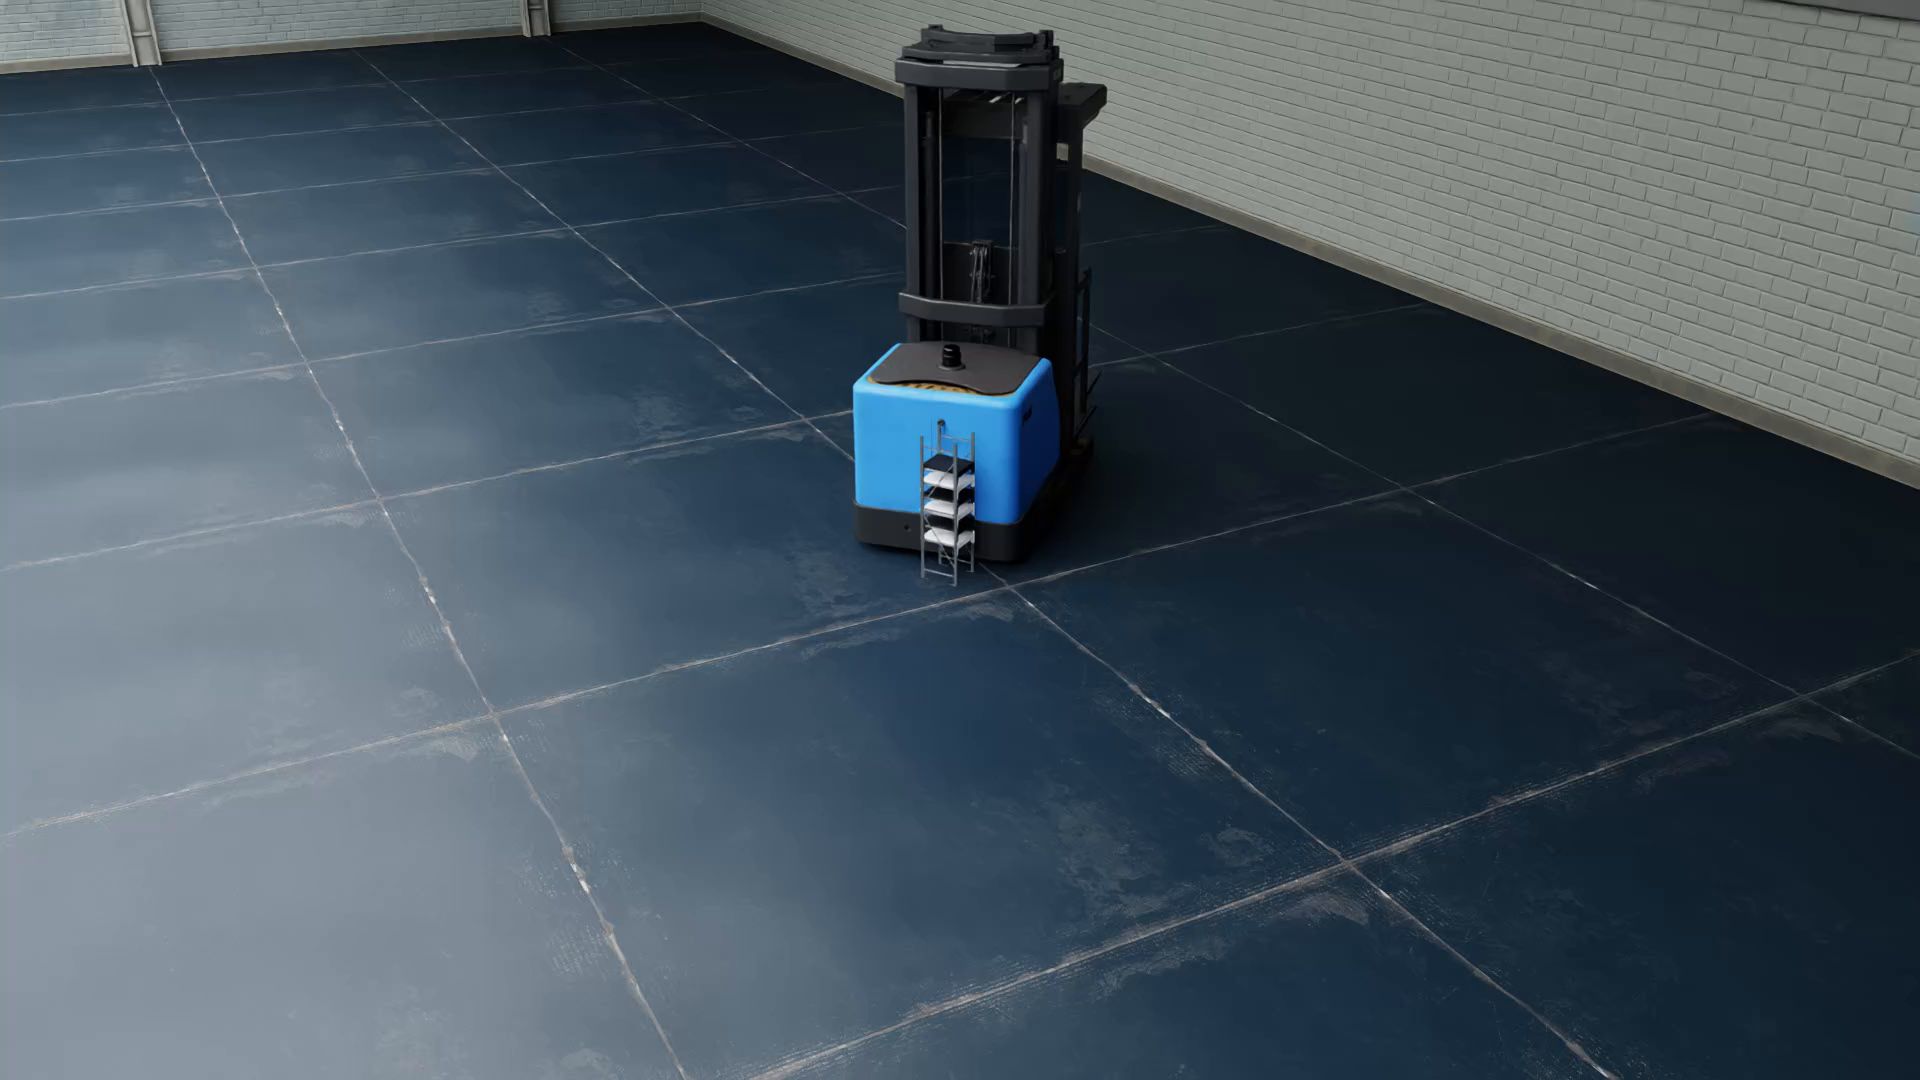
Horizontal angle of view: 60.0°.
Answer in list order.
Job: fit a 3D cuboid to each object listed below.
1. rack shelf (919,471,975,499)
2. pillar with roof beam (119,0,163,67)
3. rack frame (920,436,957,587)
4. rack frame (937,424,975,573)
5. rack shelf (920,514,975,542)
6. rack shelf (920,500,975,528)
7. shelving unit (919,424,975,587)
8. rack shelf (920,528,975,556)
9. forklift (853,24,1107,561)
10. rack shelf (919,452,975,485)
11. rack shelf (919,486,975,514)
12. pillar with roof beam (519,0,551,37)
[{"bbox_3d":[-0.073,-0.328,9.555,0.258,0.077,0.200,13,29,26],"label":"rack shelf"},{"bbox_3d":[-10.369,-9.671,19.997,0.400,9.000,9.100,-13,29,-25],"label":"pillar with roof beam"},{"bbox_3d":[-0.122,-0.157,9.538,0.240,0.900,0.006,13,29,26],"label":"rack frame"},{"bbox_3d":[-0.023,-0.234,9.698,0.240,0.900,0.006,13,29,26],"label":"rack frame"},{"bbox_3d":[-0.073,-0.085,9.672,0.258,0.077,0.200,13,29,26],"label":"rack shelf"},{"bbox_3d":[-0.073,-0.166,9.633,0.258,0.077,0.200,13,29,26],"label":"rack shelf"},{"bbox_3d":[-0.073,-0.196,9.618,0.258,0.900,0.210,13,29,26],"label":"shelving unit"},{"bbox_3d":[-0.073,-0.004,9.711,0.258,0.077,0.200,13,29,26],"label":"rack shelf"},{"bbox_3d":[0.278,-1.811,10.635,1.130,2.935,3.031,8,27,15],"label":"forklift"},{"bbox_3d":[-0.073,-0.409,9.516,0.258,0.077,0.200,13,29,26],"label":"rack shelf"},{"bbox_3d":[-0.073,-0.247,9.594,0.258,0.077,0.200,13,29,26],"label":"rack shelf"},{"bbox_3d":[-5.075,-10.893,22.542,0.400,9.000,9.100,-13,29,-25],"label":"pillar with roof beam"}]
